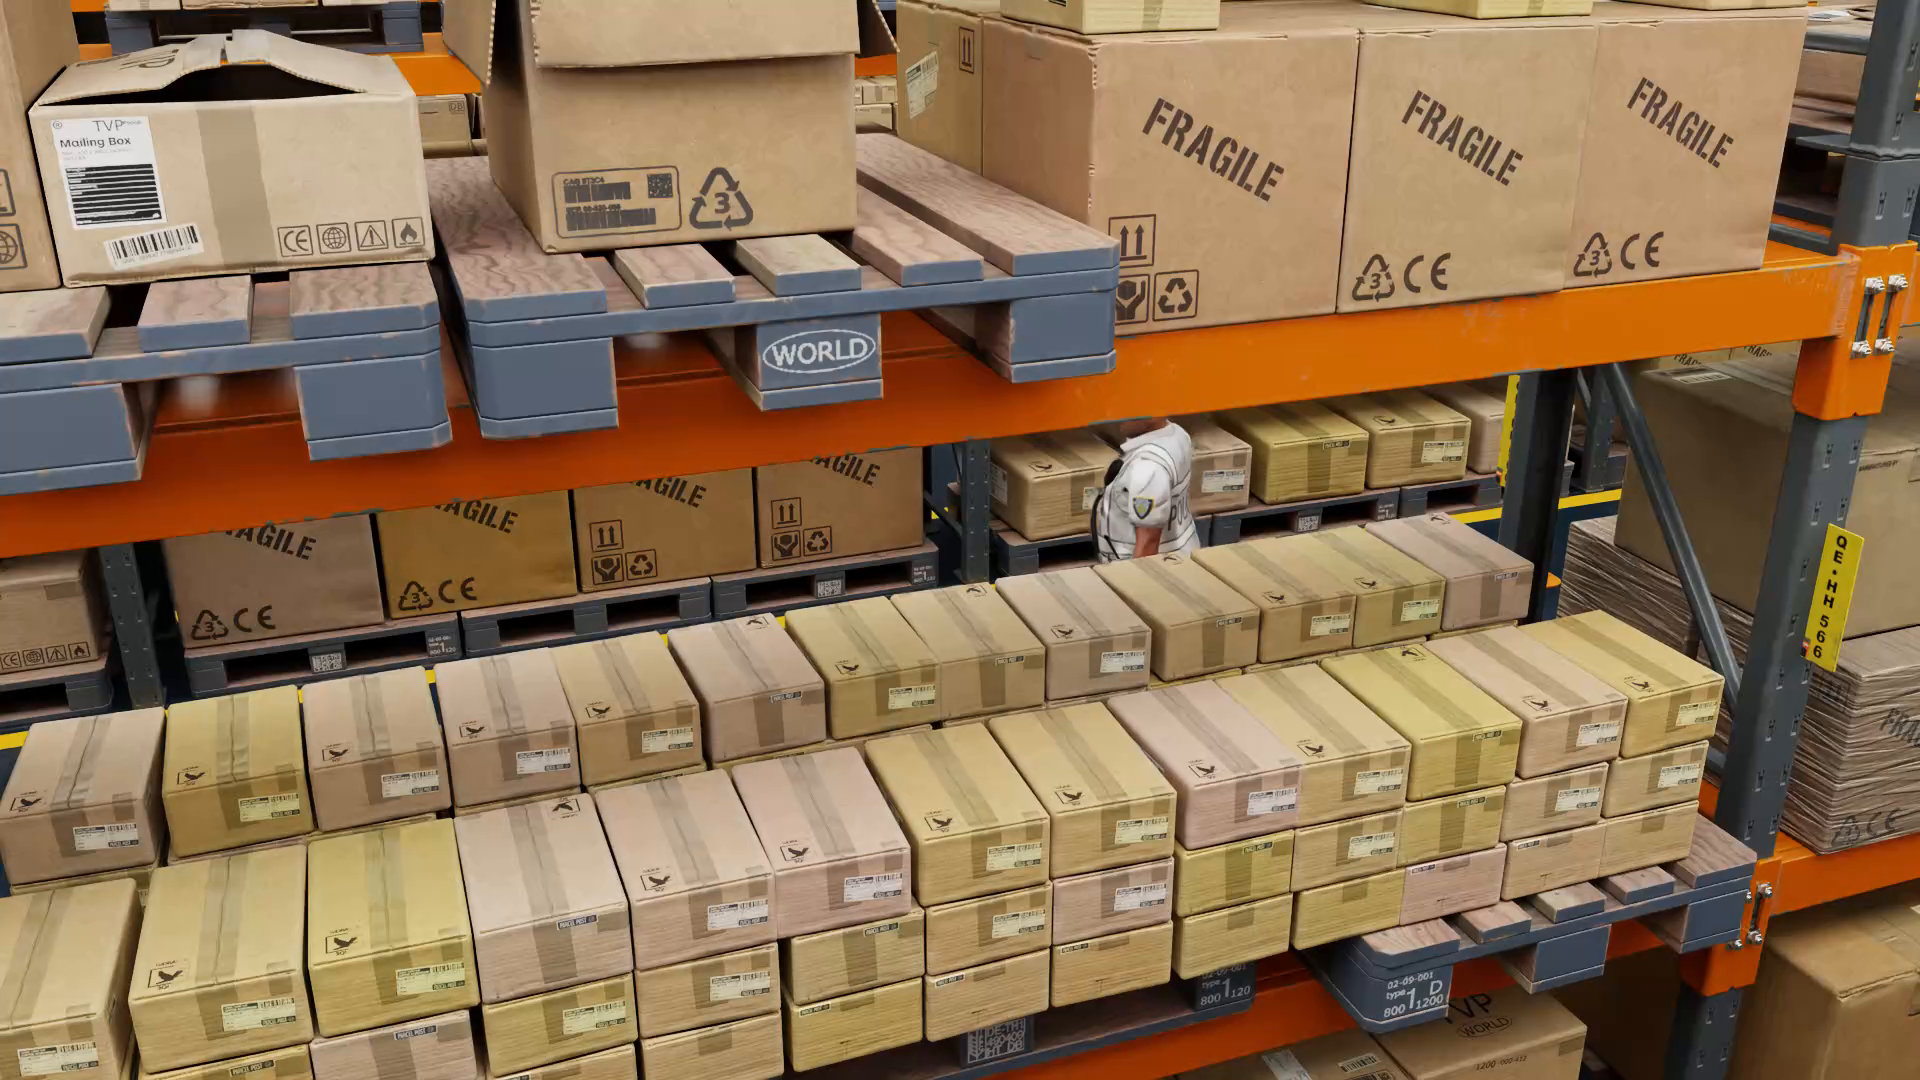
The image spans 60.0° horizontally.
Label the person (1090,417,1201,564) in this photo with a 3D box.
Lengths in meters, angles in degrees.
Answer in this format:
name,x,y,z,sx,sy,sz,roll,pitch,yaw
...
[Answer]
name,x,y,z,sx,sy,sz,roll,pitch,yaw
person,0.746,0.147,6.695,0.546,1.753,0.575,10,24,22
